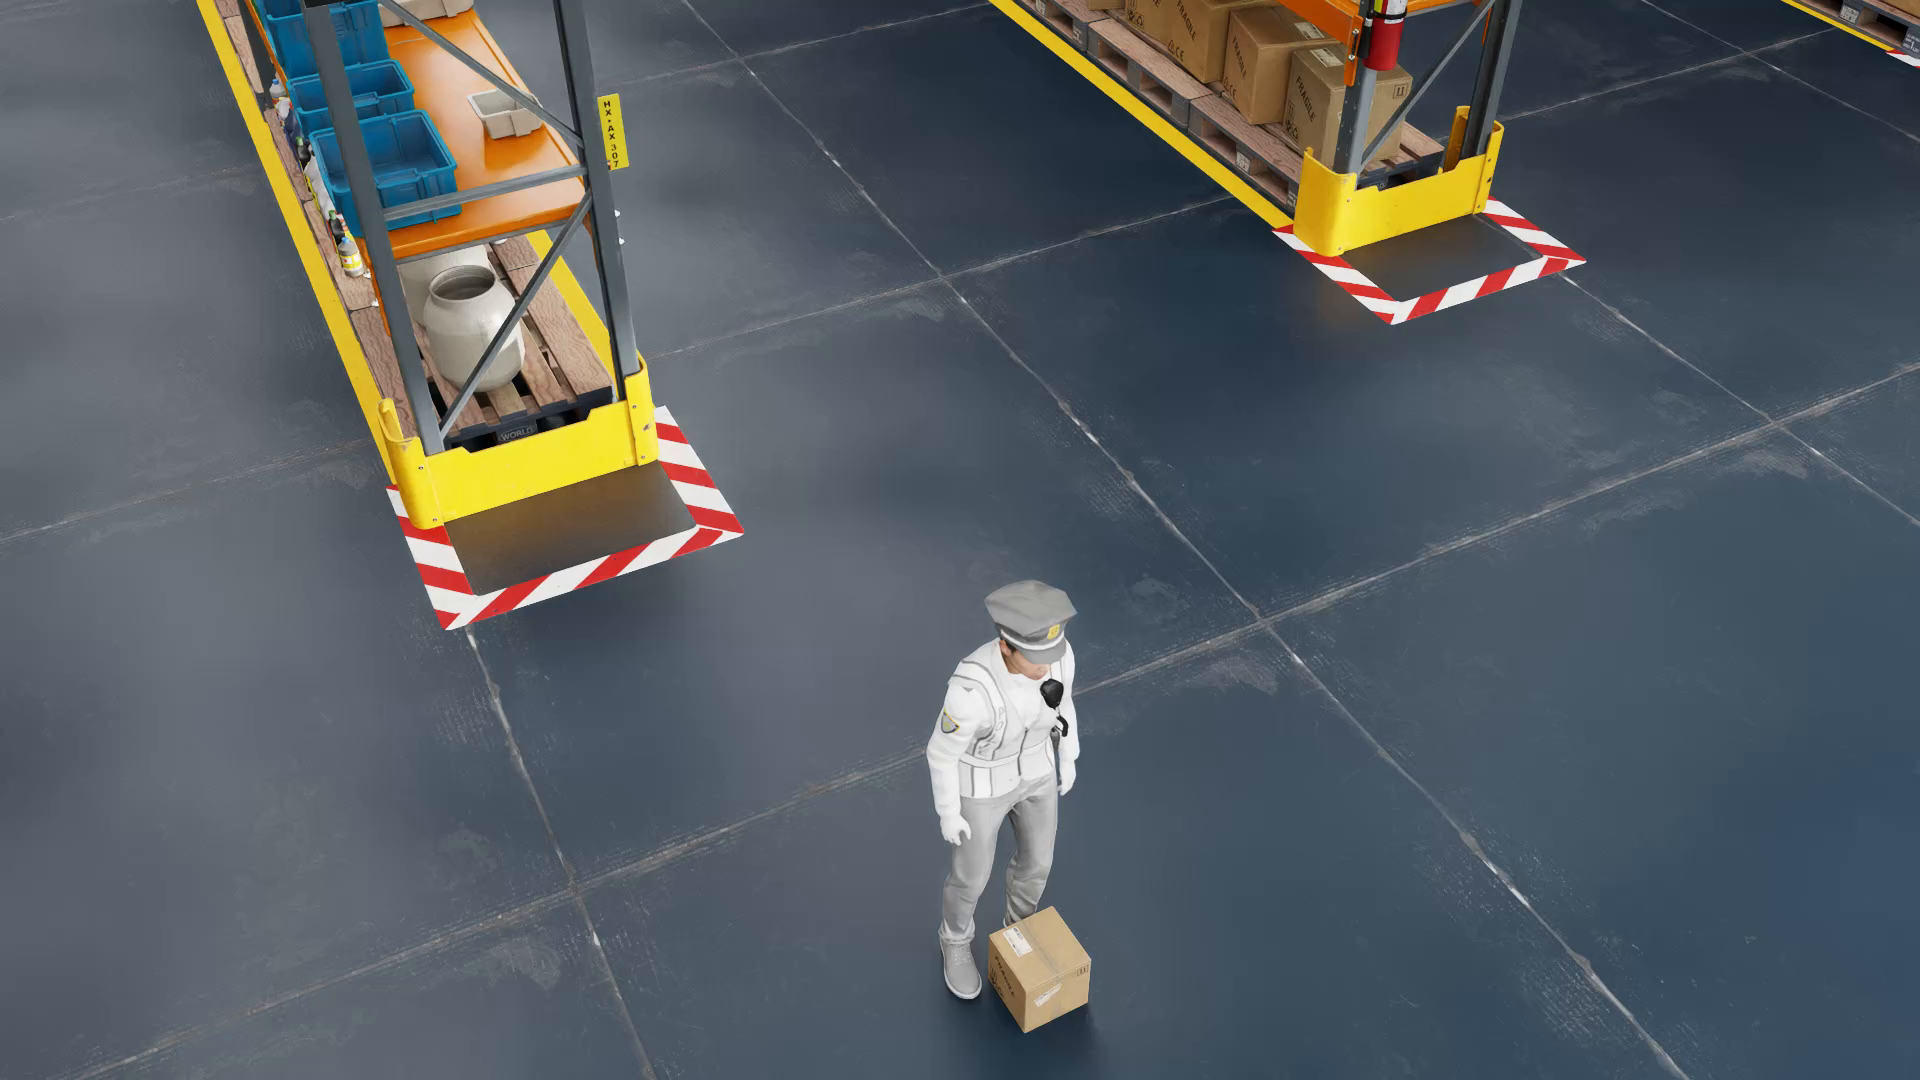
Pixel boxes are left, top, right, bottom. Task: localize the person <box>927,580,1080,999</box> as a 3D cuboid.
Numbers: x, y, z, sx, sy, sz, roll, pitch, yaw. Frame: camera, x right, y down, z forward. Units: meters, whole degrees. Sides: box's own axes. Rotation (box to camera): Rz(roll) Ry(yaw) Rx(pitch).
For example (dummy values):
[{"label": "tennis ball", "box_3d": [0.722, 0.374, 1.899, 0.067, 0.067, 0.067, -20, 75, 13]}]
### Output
[{"label": "person", "box_3d": [0.159, 0.784, 5.271, 0.537, 1.662, 0.415, -22, 46, -23]}]
